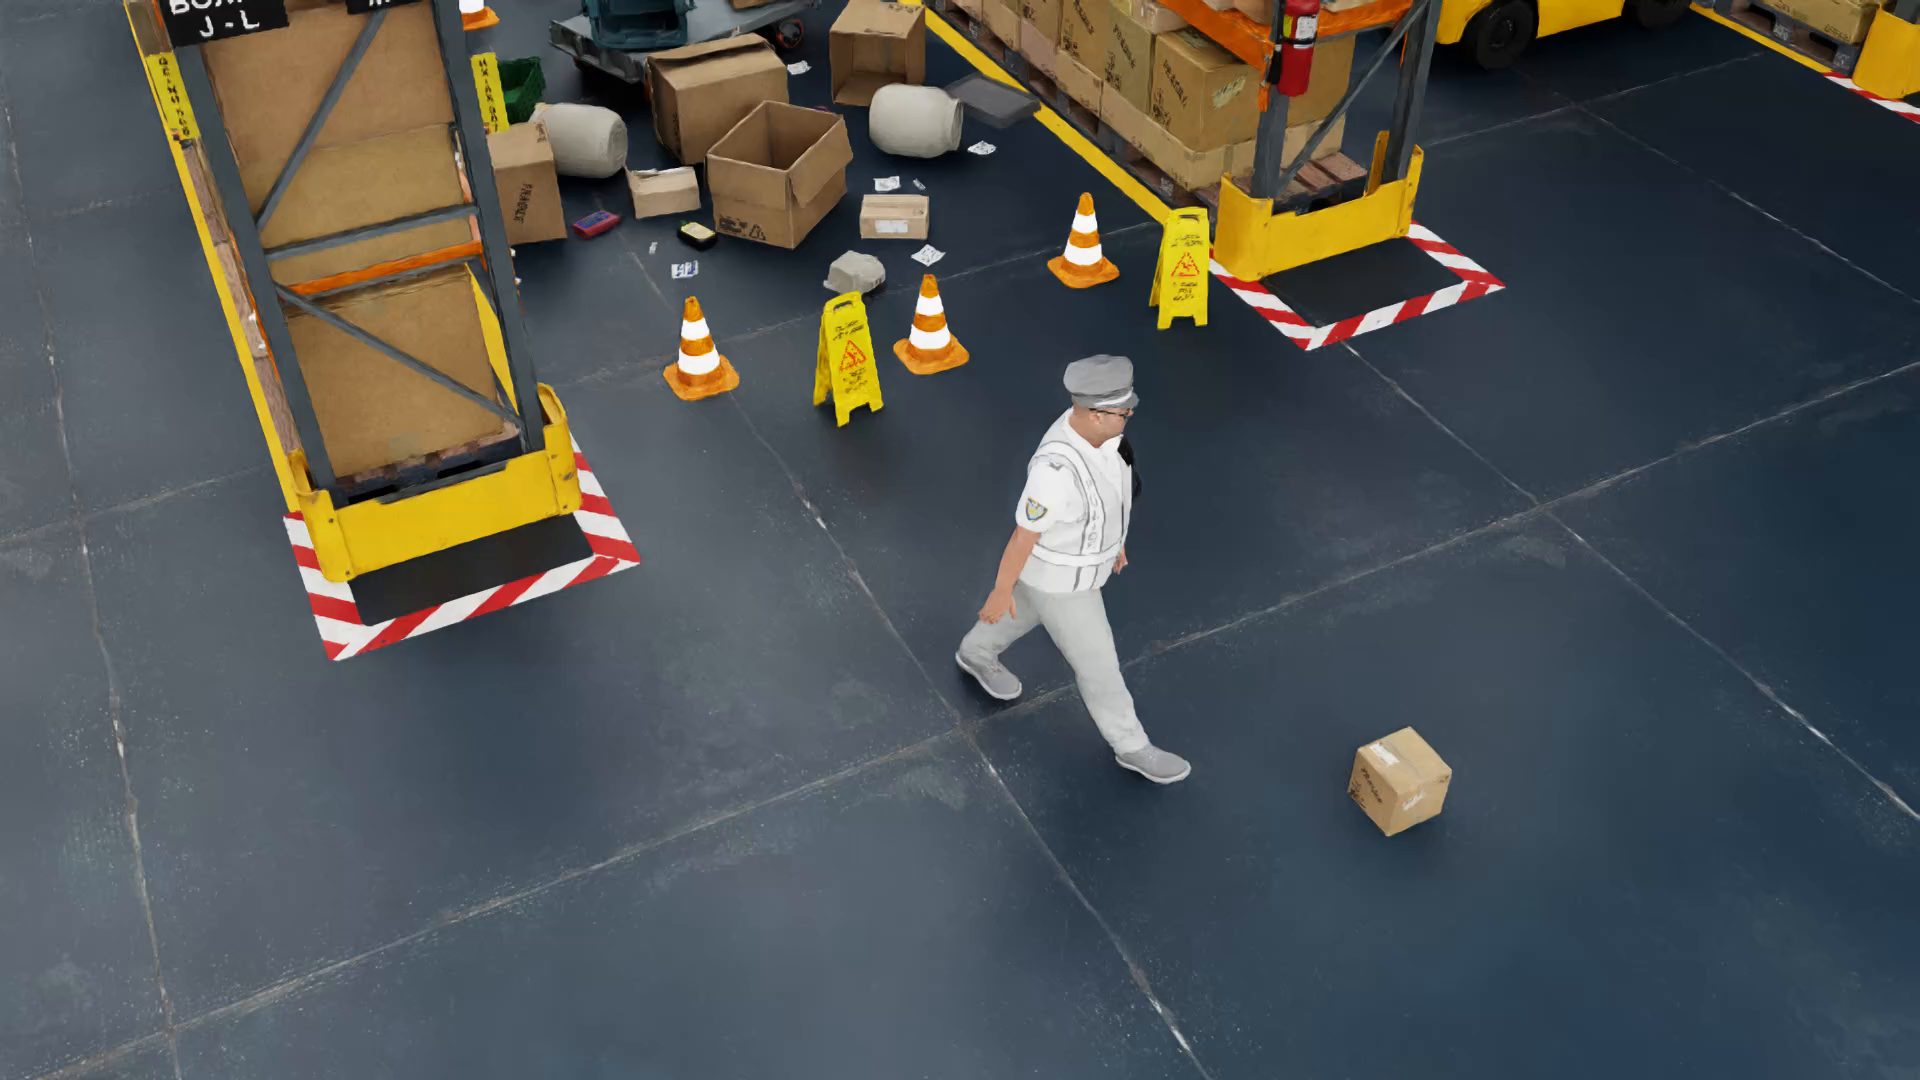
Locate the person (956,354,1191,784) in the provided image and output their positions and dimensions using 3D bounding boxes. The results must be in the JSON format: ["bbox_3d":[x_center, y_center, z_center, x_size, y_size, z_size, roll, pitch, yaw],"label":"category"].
[{"bbox_3d":[0.446,0.078,6.071,1.063,1.683,0.604,15,43,16],"label":"person"}]
